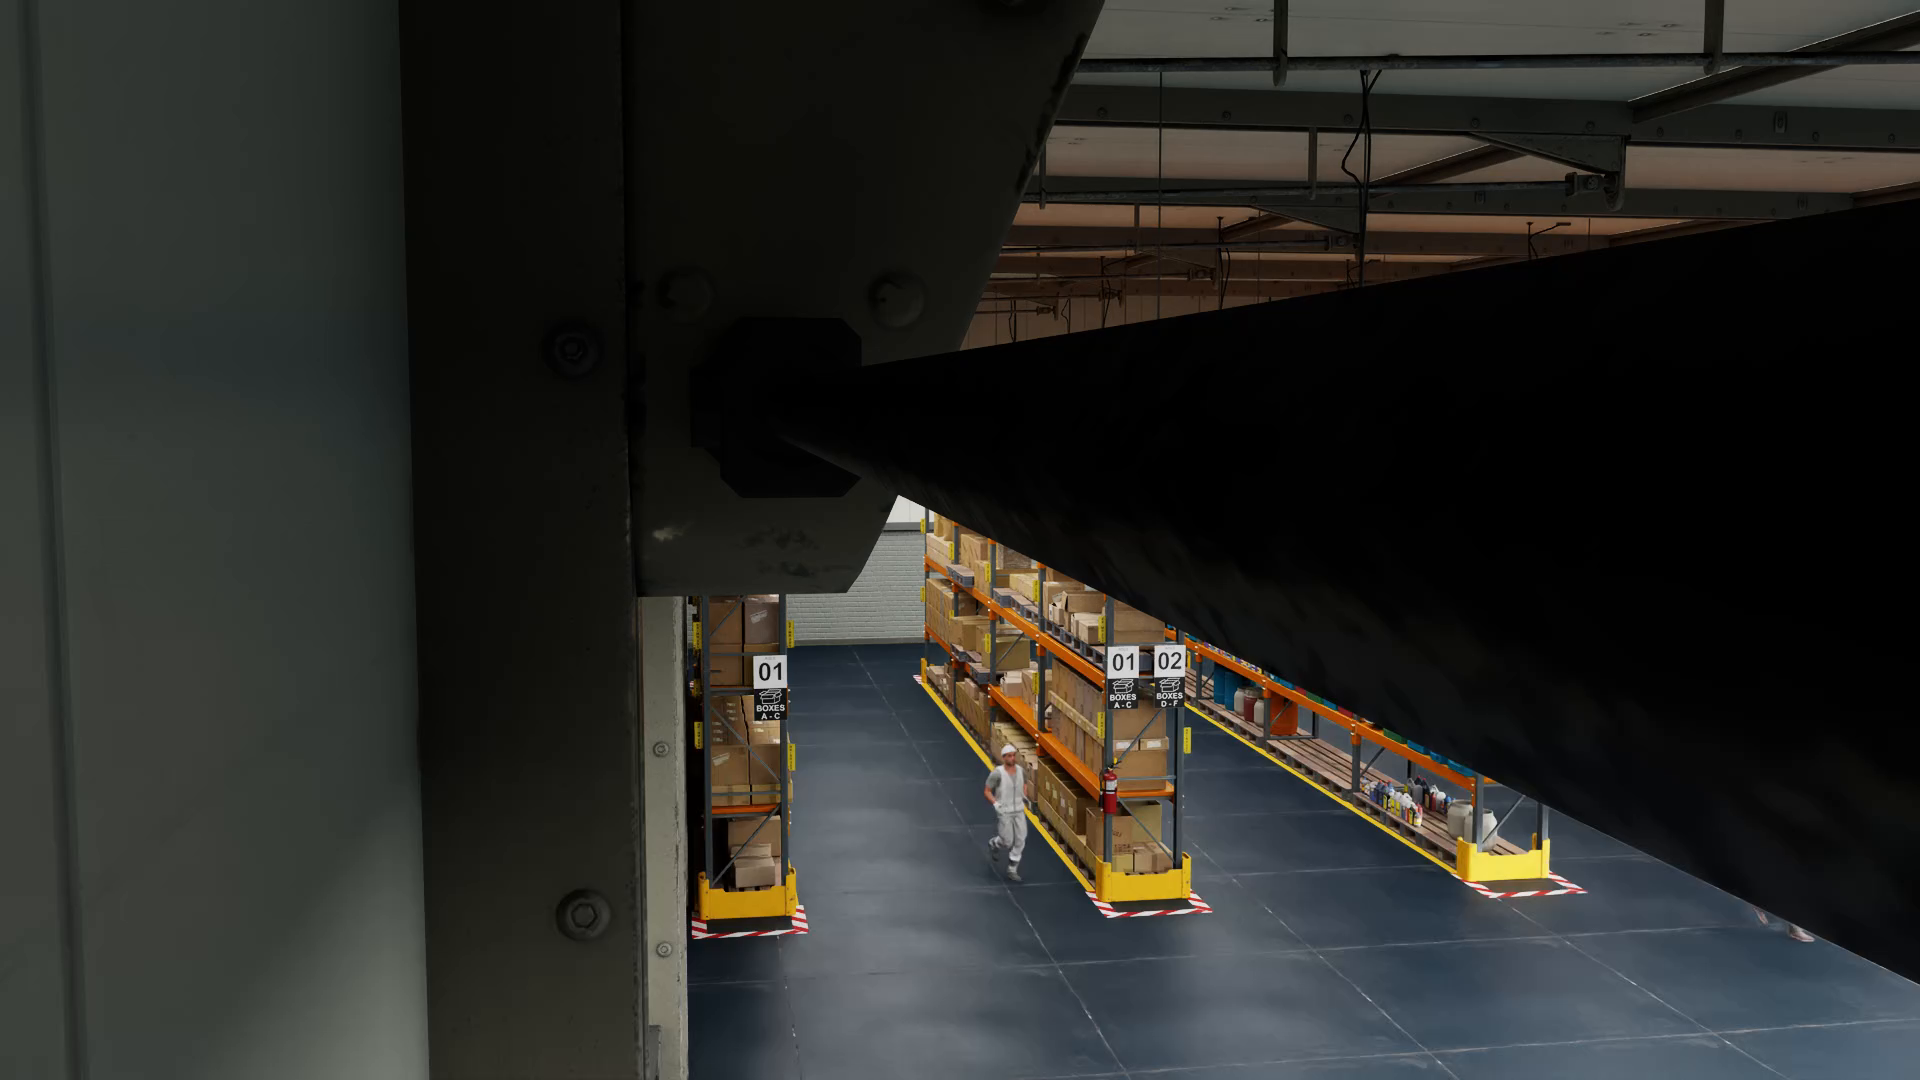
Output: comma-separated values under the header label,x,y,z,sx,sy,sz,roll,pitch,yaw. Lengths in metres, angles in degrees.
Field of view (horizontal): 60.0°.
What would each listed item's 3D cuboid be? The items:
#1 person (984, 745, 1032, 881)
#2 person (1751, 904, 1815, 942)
label,x,y,z,sx,sy,sz,roll,pitch,yaw
person,0.639,3.545,21.793,0.655,1.750,0.718,-2,6,-26
person,9.634,3.827,19.362,0.636,1.644,0.576,3,6,30
